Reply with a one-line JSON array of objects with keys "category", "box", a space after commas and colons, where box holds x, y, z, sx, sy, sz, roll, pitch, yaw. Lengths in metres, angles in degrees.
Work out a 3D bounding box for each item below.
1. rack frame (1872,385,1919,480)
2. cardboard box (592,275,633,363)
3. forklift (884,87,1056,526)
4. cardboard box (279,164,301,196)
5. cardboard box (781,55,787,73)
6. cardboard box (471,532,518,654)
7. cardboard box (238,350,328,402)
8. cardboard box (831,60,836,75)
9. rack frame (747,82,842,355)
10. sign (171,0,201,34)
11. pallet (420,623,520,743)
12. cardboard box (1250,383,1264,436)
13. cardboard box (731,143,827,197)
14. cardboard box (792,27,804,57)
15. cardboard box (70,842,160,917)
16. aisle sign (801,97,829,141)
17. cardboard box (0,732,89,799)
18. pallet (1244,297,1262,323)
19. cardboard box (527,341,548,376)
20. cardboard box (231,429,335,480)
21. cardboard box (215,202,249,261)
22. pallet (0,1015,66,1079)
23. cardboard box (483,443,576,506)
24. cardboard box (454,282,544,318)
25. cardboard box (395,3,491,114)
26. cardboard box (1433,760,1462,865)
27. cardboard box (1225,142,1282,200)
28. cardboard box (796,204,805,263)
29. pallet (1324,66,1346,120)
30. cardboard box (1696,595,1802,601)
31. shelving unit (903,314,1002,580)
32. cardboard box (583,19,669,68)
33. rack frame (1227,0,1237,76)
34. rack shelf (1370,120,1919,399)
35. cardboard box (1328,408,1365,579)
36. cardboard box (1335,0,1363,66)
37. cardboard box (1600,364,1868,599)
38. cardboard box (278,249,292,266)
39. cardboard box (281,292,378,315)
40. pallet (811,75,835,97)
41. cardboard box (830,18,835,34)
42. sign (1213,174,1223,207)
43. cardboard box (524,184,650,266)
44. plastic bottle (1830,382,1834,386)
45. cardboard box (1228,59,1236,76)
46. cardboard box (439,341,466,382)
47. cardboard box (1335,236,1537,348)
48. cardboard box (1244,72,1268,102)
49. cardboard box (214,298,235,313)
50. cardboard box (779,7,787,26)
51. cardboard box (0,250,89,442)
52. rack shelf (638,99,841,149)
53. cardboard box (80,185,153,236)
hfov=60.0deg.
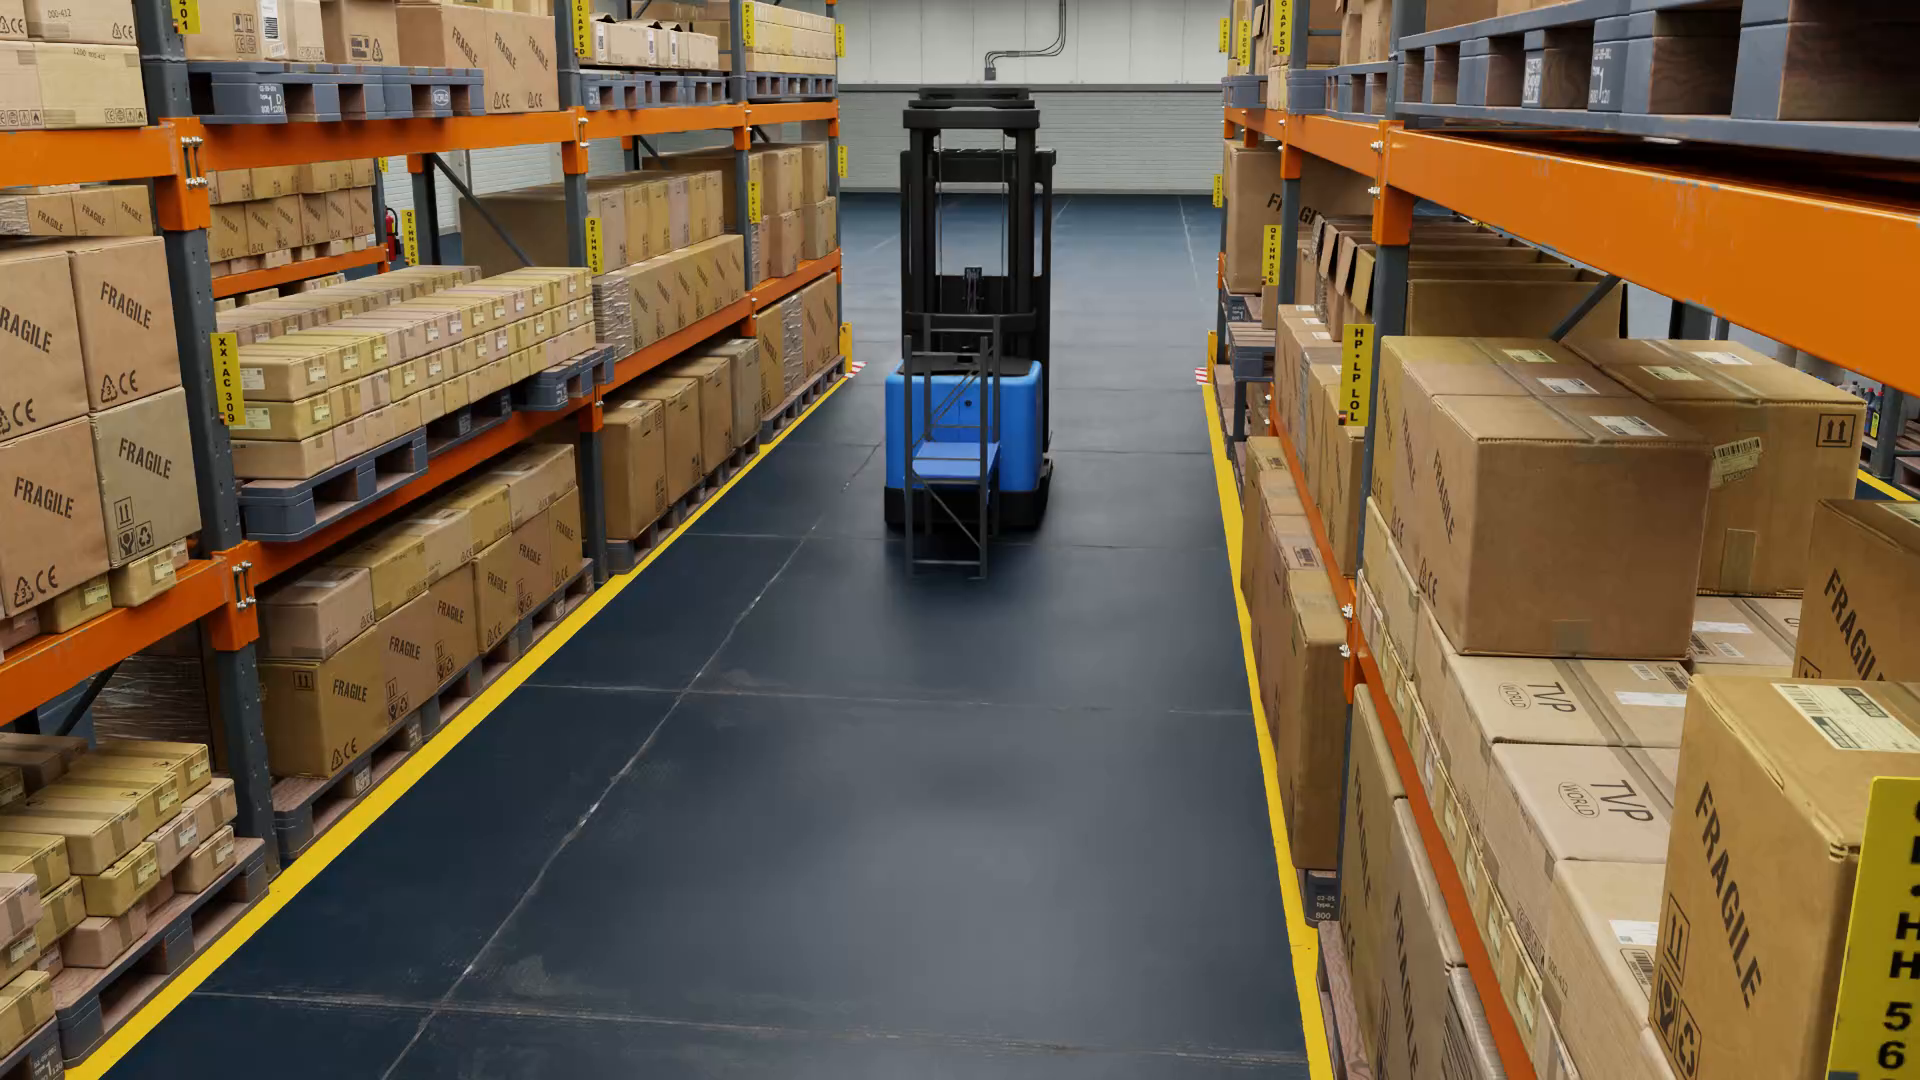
[{"category": "rack frame", "box": [7.625, -1.917, 12.506, 1.000, 3.000, 0.127, 2, 15, 6]}, {"category": "cardboard box", "box": [-2.346, -1.355, 10.234, 0.500, 0.500, 0.500, 2, 15, 7]}, {"category": "forklift", "box": [0.139, -1.843, 12.364, 1.130, 2.935, 3.031, 1, 15, 5]}, {"category": "cardboard box", "box": [-6.746, -3.536, 15.817, 0.700, 0.500, 0.500, 2, 15, 6]}, {"category": "cardboard box", "box": [-1.721, -4.161, 14.544, 0.380, 0.149, 0.250, 1, 15, 5]}, {"category": "cardboard box", "box": [-2.585, 0.257, 8.451, 0.500, 0.500, 0.500, 1, 15, 4]}, {"category": "cardboard box", "box": [-2.614, -0.618, 6.237, 0.380, 0.149, 0.250, 2, 15, 9]}, {"category": "cardboard box", "box": [-1.463, -4.754, 16.737, 0.380, 0.149, 0.250, 2, 15, 6]}, {"category": "rack frame", "box": [-1.762, -3.273, 17.519, 1.000, 3.000, 0.127, 2, 15, 6]}, {"category": "sign", "box": [-2.576, -1.844, 5.498, 0.100, 0.325, 0.005, 2, 15, 6]}, {"category": "pallet", "box": [-2.894, 0.666, 8.293, 1.003, 0.211, 1.213, 2, 15, 6]}, {"category": "cardboard box", "box": [2.613, -0.910, 12.727, 0.700, 0.500, 0.500, 1, 15, 2]}, {"category": "cardboard box", "box": [-1.842, -3.771, 17.007, 0.875, 0.550, 0.550, 2, 15, 6]}, {"category": "cardboard box", "box": [-1.711, -4.517, 15.096, 0.500, 0.250, 0.500, 2, 15, 7]}, {"category": "cardboard box", "box": [-2.866, 1.101, 5.431, 0.380, 0.149, 0.250, 1, 15, 4]}, {"category": "aisle sign", "box": [-1.456, -4.537, 17.215, 0.394, 0.787, 0.004, 2, 15, 6]}, {"category": "cardboard box", "box": [-3.361, 0.809, 5.941, 0.380, 0.149, 0.250, 2, 15, 9]}, {"category": "pallet", "box": [2.435, -1.448, 11.137, 1.003, 0.211, 1.213, 2, 15, 6]}, {"category": "cardboard box", "box": [-2.354, -0.942, 8.577, 0.380, 0.149, 0.250, 1, 15, 6]}, {"category": "cardboard box", "box": [-2.614, -0.331, 6.315, 0.380, 0.149, 0.250, 1, 15, 4]}, {"category": "cardboard box", "box": [-6.783, -2.784, 14.948, 0.500, 0.500, 0.500, 2, 15, 6]}, {"category": "pallet", "box": [-3.292, 1.678, 4.551, 1.003, 0.211, 1.213, 2, 15, 6]}, {"category": "cardboard box", "box": [-2.481, -0.371, 9.335, 0.500, 0.250, 0.500, 1, 15, 5]}, {"category": "cardboard box", "box": [-2.351, -1.224, 8.478, 0.380, 0.149, 0.250, 2, 15, 8]}, {"category": "cardboard box", "box": [-2.580, -2.279, 7.905, 0.500, 0.500, 0.500, 2, 15, 6]}, {"category": "cardboard box", "box": [1.263, 0.604, 3.662, 0.380, 0.149, 0.250, 1, 15, 5]}, {"category": "cardboard box", "box": [2.704, -3.381, 15.243, 0.500, 0.500, 0.500, 2, 15, 6]}, {"category": "cardboard box", "box": [-1.987, -2.963, 16.085, 0.875, 0.550, 0.550, 2, 15, 6]}, {"category": "pallet", "box": [2.109, -1.924, 7.145, 1.003, 0.211, 1.213, 2, 15, 9]}, {"category": "cardboard box", "box": [1.956, 0.197, 4.404, 0.500, 0.250, 0.500, 2, 15, 8]}, {"category": "shelving unit", "box": [-0.036, -0.618, 10.575, 0.538, 1.500, 1.048, 1, 15, 5]}, {"category": "cardboard box", "box": [-2.250, -3.298, 11.041, 0.500, 0.311, 0.500, 1, 15, 5]}, {"category": "rack frame", "box": [3.155, -5.996, 16.099, 1.000, 3.000, 0.127, 2, 15, 6]}, {"category": "rack shelf", "box": [1.575, -0.570, 3.156, 1.077, 0.370, 4.000, 2, 15, 6]}, {"category": "cardboard box", "box": [1.583, -0.166, 5.837, 0.500, 0.500, 0.500, 2, 15, 6]}, {"category": "cardboard box", "box": [2.255, -2.566, 8.156, 0.797, 0.503, 0.637, 3, 15, 10]}, {"category": "cardboard box", "box": [1.954, -0.164, 4.304, 0.500, 0.500, 0.500, 2, 15, 7]}, {"category": "cardboard box", "box": [-6.634, -2.704, 15.895, 0.380, 0.149, 0.250, 2, 15, 6]}, {"category": "cardboard box", "box": [-3.056, -1.111, 8.063, 0.380, 0.149, 0.250, 2, 15, 8]}, {"category": "pallet", "box": [-1.835, -4.485, 16.426, 1.003, 0.211, 1.213, 2, 15, 6]}, {"category": "cardboard box", "box": [-1.463, -5.138, 16.628, 0.380, 0.149, 0.250, 2, 15, 7]}, {"category": "sign", "box": [2.616, -3.534, 16.828, 0.100, 0.325, 0.005, 2, 15, 6]}, {"category": "cardboard box", "box": [-2.492, -2.109, 11.109, 0.700, 0.500, 0.500, 1, 15, 5]}, {"category": "plastic bottle", "box": [7.489, -1.221, 14.317, 0.097, 0.271, 0.097, 0, 15, 0]}, {"category": "cardboard box", "box": [2.769, -4.540, 15.981, 0.380, 0.149, 0.250, 2, 15, 7]}, {"category": "cardboard box", "box": [-2.471, -0.815, 7.535, 0.380, 0.149, 0.250, 1, 15, 5]}, {"category": "cardboard box", "box": [2.008, -1.026, 7.096, 0.797, 0.503, 0.637, 2, 15, 8]}, {"category": "cardboard box", "box": [2.496, -3.565, 13.139, 0.500, 0.250, 0.500, 2, 15, 8]}, {"category": "cardboard box", "box": [-6.734, -2.081, 14.896, 0.380, 0.149, 0.250, 2, 15, 7]}, {"category": "cardboard box", "box": [-1.721, -4.547, 14.442, 0.380, 0.149, 0.250, 2, 15, 7]}, {"category": "cardboard box", "box": [-2.953, -0.571, 4.850, 0.500, 0.500, 0.500, 1, 15, 4]}, {"category": "rack shelf", "box": [-1.987, -3.855, 15.303, 1.077, 0.370, 4.000, 2, 15, 6]}, {"category": "cardboard box", "box": [-6.967, -2.623, 13.550, 0.500, 0.500, 0.500, 1, 15, 5]}]
